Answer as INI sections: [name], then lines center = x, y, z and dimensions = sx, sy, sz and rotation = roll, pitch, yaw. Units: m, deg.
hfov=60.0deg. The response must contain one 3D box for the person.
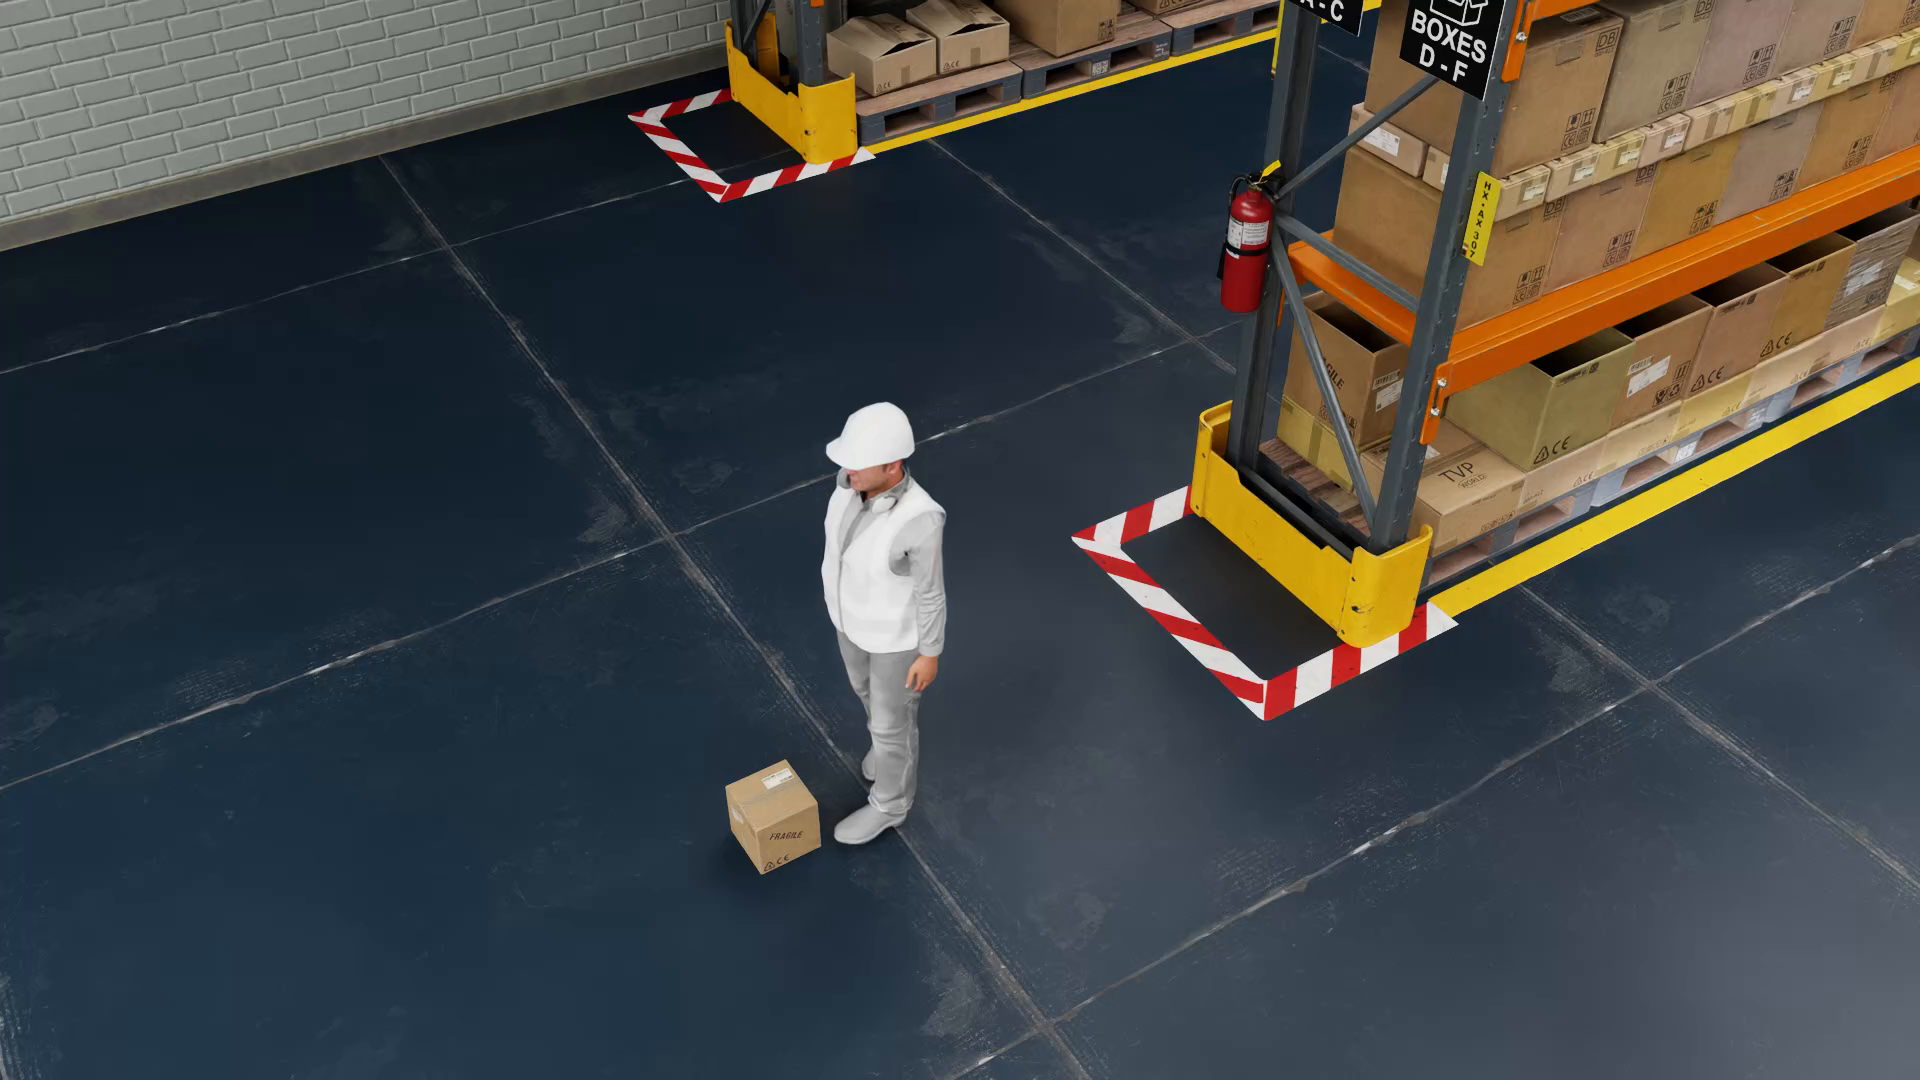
[person]
center = -0.301, 0.297, 5.791
dimensions = 0.563, 1.784, 0.566
rotation = -27, 48, -28
